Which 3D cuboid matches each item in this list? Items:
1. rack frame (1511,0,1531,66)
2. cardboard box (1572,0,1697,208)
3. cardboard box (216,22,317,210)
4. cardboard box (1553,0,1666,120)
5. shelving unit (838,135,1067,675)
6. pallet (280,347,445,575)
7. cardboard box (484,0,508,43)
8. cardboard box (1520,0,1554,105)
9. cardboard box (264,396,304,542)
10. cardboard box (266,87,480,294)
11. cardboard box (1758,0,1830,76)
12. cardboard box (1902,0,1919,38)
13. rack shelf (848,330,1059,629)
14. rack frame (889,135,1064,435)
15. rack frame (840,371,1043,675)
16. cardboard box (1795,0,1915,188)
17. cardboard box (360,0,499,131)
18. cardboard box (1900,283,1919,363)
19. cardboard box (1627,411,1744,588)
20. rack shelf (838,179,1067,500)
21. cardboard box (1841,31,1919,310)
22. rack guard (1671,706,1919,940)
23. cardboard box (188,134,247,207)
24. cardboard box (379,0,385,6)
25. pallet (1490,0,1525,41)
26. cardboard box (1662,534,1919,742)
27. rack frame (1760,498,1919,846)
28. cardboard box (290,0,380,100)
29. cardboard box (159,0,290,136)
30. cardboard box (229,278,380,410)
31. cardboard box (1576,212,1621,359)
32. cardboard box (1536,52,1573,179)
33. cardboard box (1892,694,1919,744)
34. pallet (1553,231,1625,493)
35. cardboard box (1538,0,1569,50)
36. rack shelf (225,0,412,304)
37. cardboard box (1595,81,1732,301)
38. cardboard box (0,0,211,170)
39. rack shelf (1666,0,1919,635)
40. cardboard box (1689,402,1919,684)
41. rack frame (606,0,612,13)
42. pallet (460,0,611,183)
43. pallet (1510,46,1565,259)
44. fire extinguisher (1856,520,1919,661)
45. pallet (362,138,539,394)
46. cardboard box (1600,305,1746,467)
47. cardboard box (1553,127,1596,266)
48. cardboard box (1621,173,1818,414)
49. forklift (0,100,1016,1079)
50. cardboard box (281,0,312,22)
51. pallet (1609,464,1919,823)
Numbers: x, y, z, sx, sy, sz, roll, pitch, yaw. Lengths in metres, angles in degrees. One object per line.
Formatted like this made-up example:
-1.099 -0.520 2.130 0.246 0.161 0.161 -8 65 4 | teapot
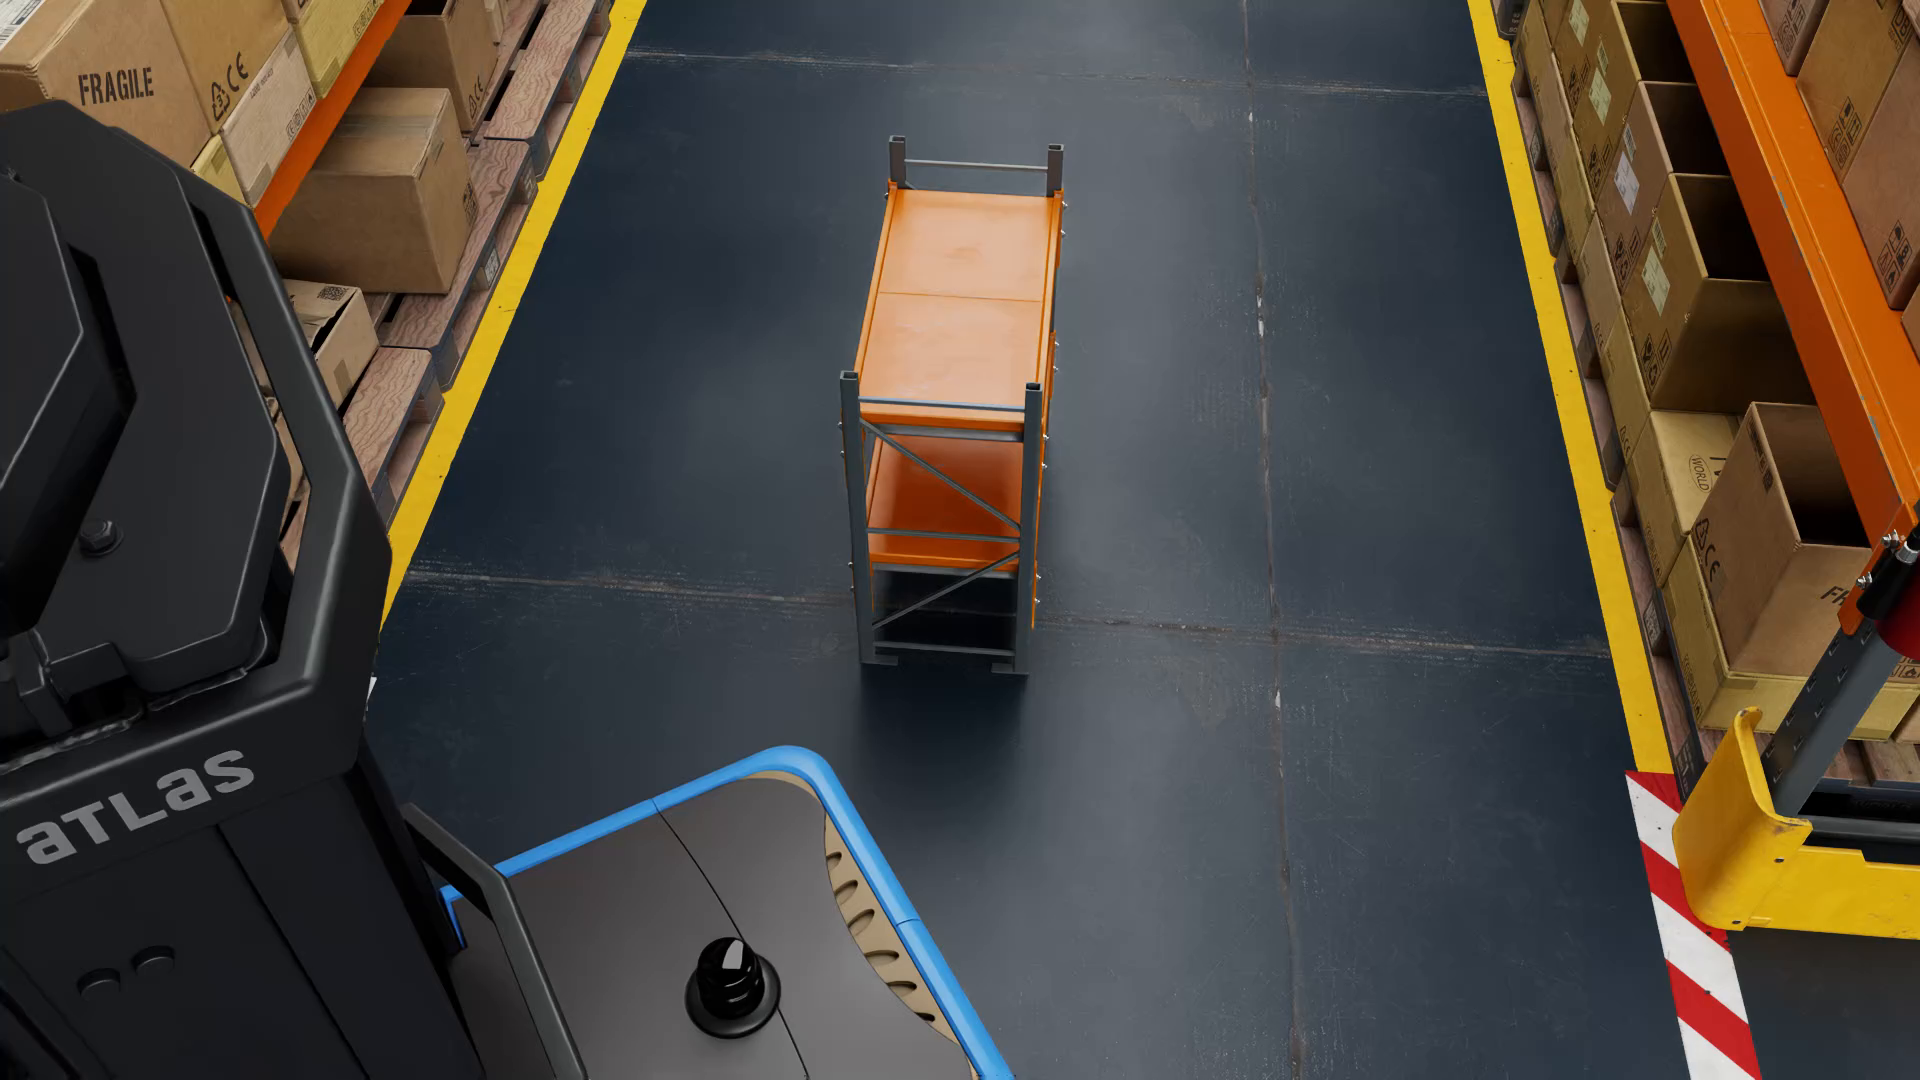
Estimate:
2.874 -3.050 6.007 1.000 3.000 0.127 4 48 4 | rack frame
2.428 -1.463 5.626 0.500 0.500 0.500 4 48 4 | cardboard box
-2.031 -1.117 4.327 0.500 0.250 0.500 3 48 2 | cardboard box
2.482 -1.830 5.961 0.500 0.500 0.500 4 48 4 | cardboard box
0.001 -0.385 4.839 0.538 1.125 1.048 4 48 4 | shelving unit
-2.308 -0.151 5.245 1.003 0.211 1.213 4 48 4 | pallet
-2.079 -2.178 6.831 0.380 0.166 0.250 -2 48 -2 | cardboard box
2.529 -1.944 6.574 0.500 0.250 0.500 4 48 4 | cardboard box
-2.272 -0.185 4.910 0.500 0.311 0.500 -1 48 -1 | cardboard box
-2.103 -1.203 5.714 0.700 0.500 0.500 1 48 1 | cardboard box
2.703 -1.625 4.636 0.700 0.500 0.500 5 48 5 | cardboard box
2.425 -1.222 3.828 0.380 0.149 0.250 4 48 4 | cardboard box
0.001 -0.220 5.020 0.538 0.278 1.000 4 48 4 | rack shelf
0.047 -0.758 5.181 0.500 1.125 0.032 4 48 4 | rack frame
-0.046 -0.011 4.498 0.500 1.125 0.032 4 48 4 | rack frame
2.658 -1.238 4.282 0.700 0.500 0.500 4 48 4 | cardboard box
-2.115 -1.920 6.369 0.500 0.500 0.500 1 48 1 | cardboard box
2.564 -0.487 3.595 0.700 0.500 0.500 4 48 4 | cardboard box
2.297 -0.107 4.894 0.500 0.250 0.500 4 48 4 | cardboard box
0.001 -0.582 4.623 0.538 0.278 1.000 4 48 4 | rack shelf
2.607 -0.873 3.948 0.700 0.500 0.500 5 48 5 | cardboard box
2.507 0.750 4.225 1.175 0.500 0.348 4 48 4 | rack guard
-2.064 -0.735 3.977 0.500 0.250 0.500 3 48 2 | cardboard box
-1.930 -1.863 5.009 0.500 0.250 0.500 4 48 4 | cardboard box
2.902 -2.653 7.534 1.003 0.211 1.213 4 48 4 | pallet
2.264 0.261 4.557 0.500 0.250 0.500 4 48 4 | cardboard box
2.509 -0.111 3.319 1.000 3.000 0.127 4 48 4 | rack frame
-1.978 -1.491 4.669 0.500 0.250 0.500 3 48 3 | cardboard box
-2.027 -1.344 4.026 0.500 0.500 0.500 4 48 4 | cardboard box
-2.220 -0.604 5.293 0.500 0.311 0.500 7 48 7 | cardboard box
2.388 -0.842 5.566 0.500 0.250 0.500 4 48 4 | cardboard box
2.479 -1.577 6.238 0.500 0.250 0.500 4 48 4 | cardboard box
2.779 0.296 4.525 0.500 0.250 0.500 4 48 4 | cardboard box
2.651 -0.629 5.682 1.003 0.211 1.213 4 48 4 | pallet
2.519 -2.198 6.298 0.500 0.500 0.500 4 48 4 | cardboard box
-2.242 -1.668 5.231 1.077 0.370 4.000 4 48 4 | rack shelf
2.385 -1.095 5.289 0.500 0.500 0.500 4 48 4 | cardboard box
-2.082 -0.981 3.695 0.500 0.500 0.500 4 48 4 | cardboard box
2.691 -1.338 4.928 1.077 0.370 4.000 4 48 4 | rack shelf
2.262 0.008 4.281 0.500 0.500 0.500 4 48 4 | cardboard box
-2.060 -3.381 6.309 1.000 3.000 0.127 4 48 4 | rack frame
-2.086 -1.944 6.885 1.003 0.211 1.213 4 48 4 | pallet
2.759 -1.528 6.504 1.003 0.211 1.213 4 48 4 | pallet
2.036 -0.029 3.297 0.296 0.674 0.183 4 48 4 | fire extinguisher
-2.194 -1.045 6.063 1.003 0.211 1.213 4 48 4 | pallet
2.341 -0.475 5.230 0.500 0.250 0.500 4 48 4 | cardboard box
2.428 -1.210 5.902 0.500 0.250 0.500 4 48 4 | cardboard box
2.338 -0.728 4.954 0.500 0.500 0.500 4 48 4 | cardboard box
-1.390 0.969 2.377 3.031 2.935 1.130 -22 51 -19 | forklift
-1.973 -1.723 4.373 0.500 0.500 0.500 2 48 2 | cardboard box
2.537 0.265 4.864 1.003 0.211 1.213 4 48 4 | pallet
